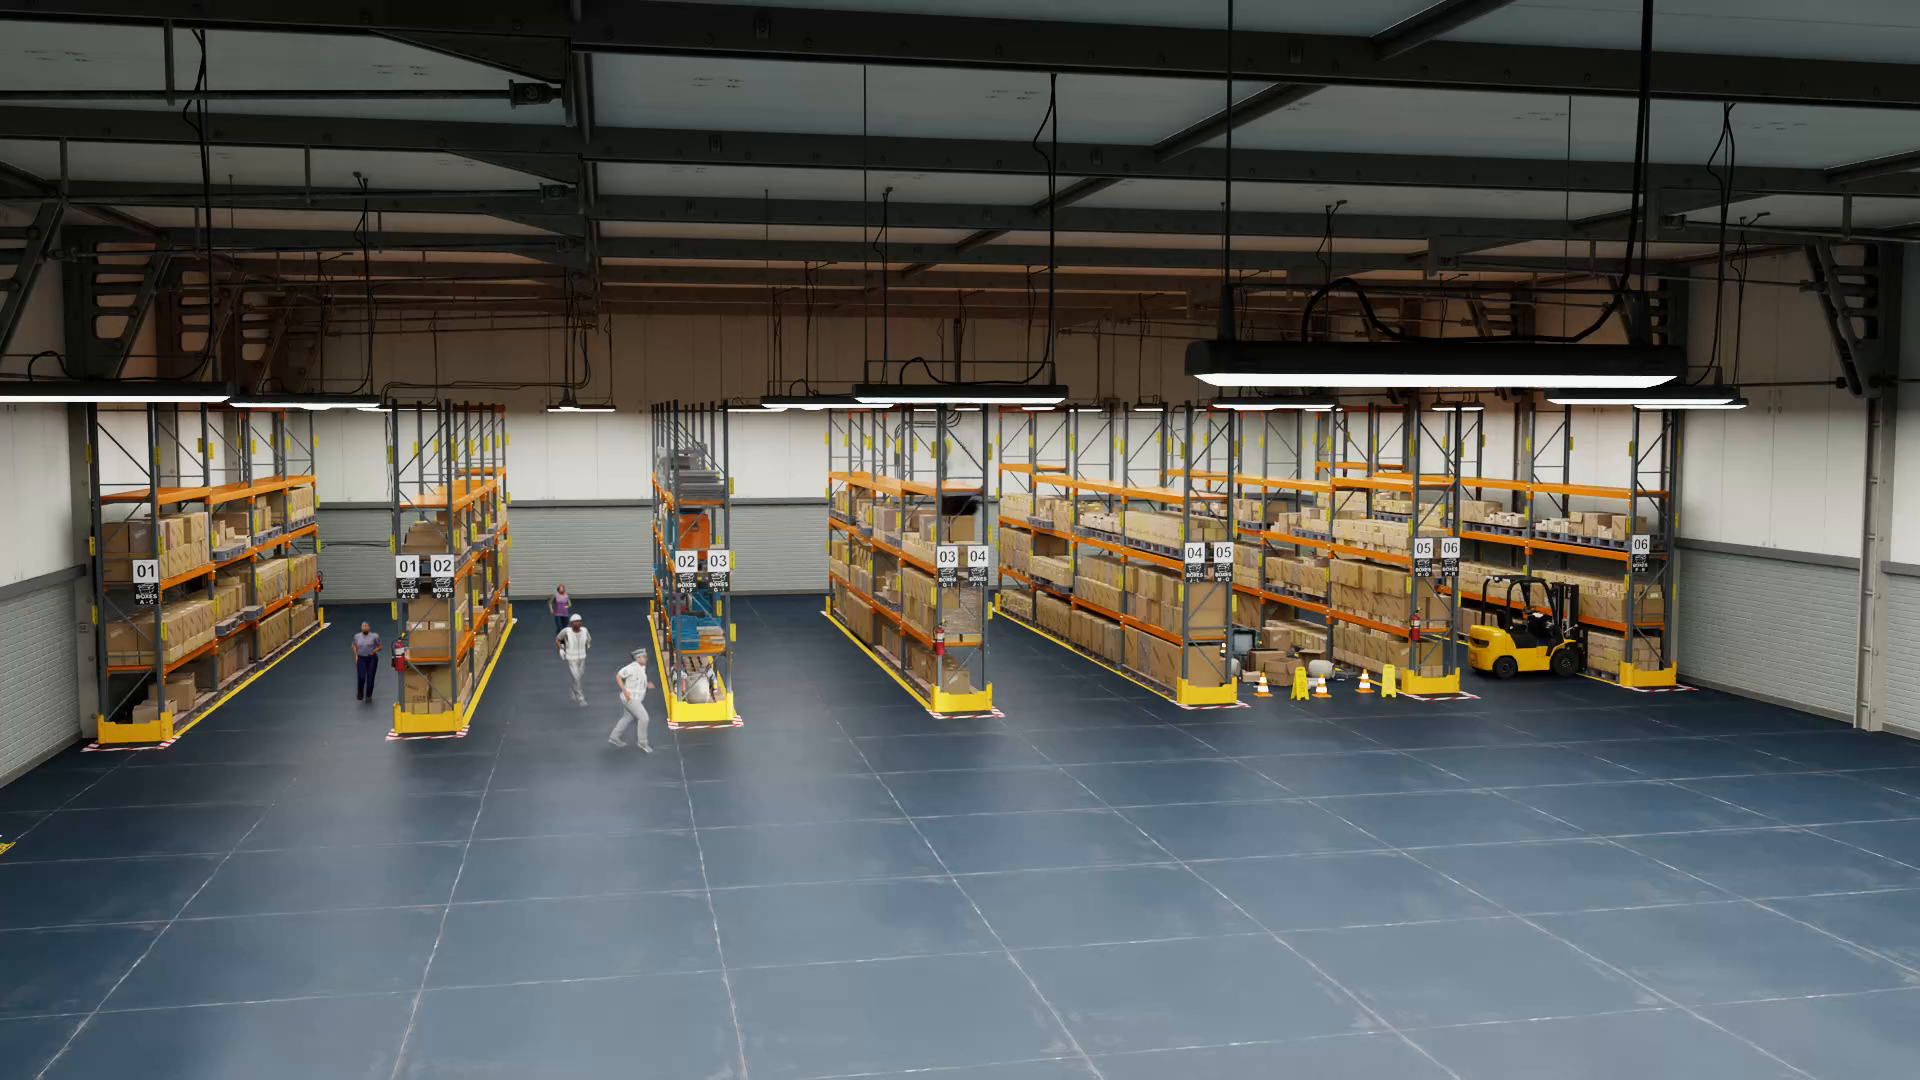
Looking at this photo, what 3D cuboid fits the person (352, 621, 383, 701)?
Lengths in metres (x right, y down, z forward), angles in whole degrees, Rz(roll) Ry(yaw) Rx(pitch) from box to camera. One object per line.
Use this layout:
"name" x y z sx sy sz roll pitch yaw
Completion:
"person" -11.803 2.421 33.082 0.575 1.613 0.568 -1 4 -15

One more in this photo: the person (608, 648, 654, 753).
"person" -5.616 2.731 28.304 0.866 1.804 0.674 1 4 10

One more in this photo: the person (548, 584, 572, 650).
"person" -9.720 1.870 40.500 0.506 1.592 0.662 -2 5 -25

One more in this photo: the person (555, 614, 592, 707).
"person" -7.587 2.346 32.808 0.687 1.788 0.902 -3 5 -36
